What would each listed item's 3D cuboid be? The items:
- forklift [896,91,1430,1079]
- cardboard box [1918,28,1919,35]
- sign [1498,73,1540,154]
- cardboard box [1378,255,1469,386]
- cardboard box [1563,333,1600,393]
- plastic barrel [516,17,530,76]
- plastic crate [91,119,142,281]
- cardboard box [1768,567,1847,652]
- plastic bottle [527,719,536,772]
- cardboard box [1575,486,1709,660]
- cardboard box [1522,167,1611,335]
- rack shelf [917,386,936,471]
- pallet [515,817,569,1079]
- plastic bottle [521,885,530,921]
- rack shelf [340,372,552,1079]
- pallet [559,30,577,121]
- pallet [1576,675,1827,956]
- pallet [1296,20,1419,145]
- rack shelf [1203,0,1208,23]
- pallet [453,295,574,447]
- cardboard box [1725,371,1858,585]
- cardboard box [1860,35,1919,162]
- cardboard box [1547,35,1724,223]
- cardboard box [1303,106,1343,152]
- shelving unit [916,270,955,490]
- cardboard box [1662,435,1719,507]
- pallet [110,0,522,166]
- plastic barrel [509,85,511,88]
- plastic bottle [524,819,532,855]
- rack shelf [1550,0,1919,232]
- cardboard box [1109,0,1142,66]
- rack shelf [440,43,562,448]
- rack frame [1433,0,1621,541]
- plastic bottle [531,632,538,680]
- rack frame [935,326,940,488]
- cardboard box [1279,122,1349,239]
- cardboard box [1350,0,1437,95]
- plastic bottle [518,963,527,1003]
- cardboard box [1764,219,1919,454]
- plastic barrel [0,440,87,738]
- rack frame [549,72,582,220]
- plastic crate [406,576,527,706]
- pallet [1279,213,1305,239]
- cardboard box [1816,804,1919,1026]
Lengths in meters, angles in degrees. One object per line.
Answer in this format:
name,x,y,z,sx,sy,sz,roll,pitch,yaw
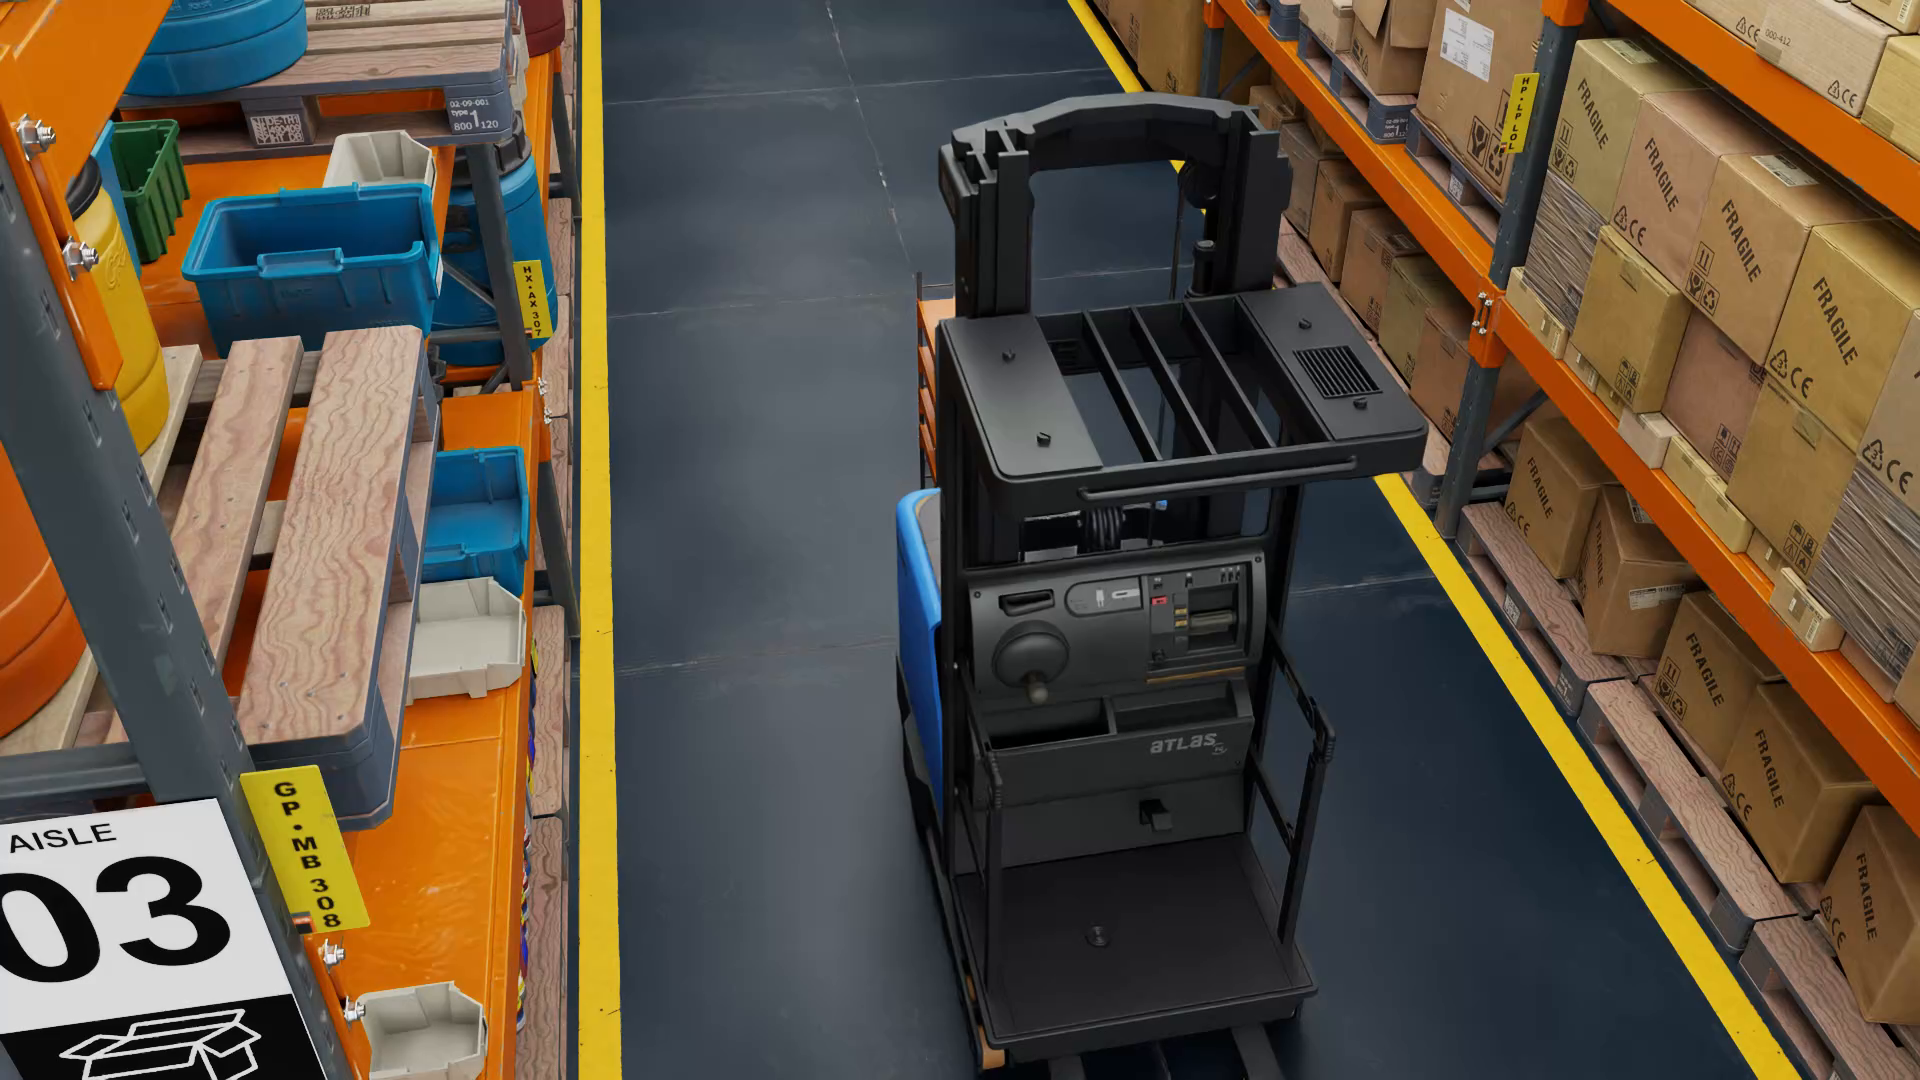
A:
forklift,0.532,0.338,4.926,1.130,2.935,3.031,-7,38,-9
cardboard box,2.830,-1.389,4.445,0.380,0.149,0.250,-5,38,-7
sign,2.186,-1.667,6.507,0.100,0.325,0.005,-6,38,-8
cardboard box,2.581,-1.121,8.427,0.700,0.500,0.500,-6,38,-8
cardboard box,2.576,-0.709,6.423,0.380,0.149,0.250,-6,38,-8
plastic barrel,-2.455,-2.600,8.561,0.421,0.512,0.421,0,38,0
plastic crate,-2.074,-0.620,3.671,0.392,0.384,0.575,-6,38,-8
cardboard box,2.814,0.199,5.253,0.380,0.149,0.250,-6,38,-8
plastic bottle,-1.644,0.728,6.223,0.061,0.283,0.133,-4,38,-5
cardboard box,2.871,0.141,6.819,0.500,0.500,0.500,5,38,7
cardboard box,2.750,-1.150,6.461,0.875,0.500,0.500,-6,38,-8
rack shelf,-0.029,-0.521,7.552,0.258,0.148,0.480,-6,38,-8
pallet,-1.850,1.511,5.633,1.003,0.211,1.213,-6,38,-8
plastic bottle,-1.532,1.185,5.645,0.097,0.271,0.097,0,38,0
rack shelf,-1.794,0.754,4.921,1.077,0.370,4.000,-6,38,-8
pallet,-3.235,-3.260,11.775,1.003,0.211,1.213,-6,38,-8
pallet,3.102,0.970,6.329,1.003,0.211,1.213,-6,38,-8
pallet,2.418,-2.420,8.577,1.003,0.211,1.213,-6,38,-8
rack shelf,1.680,-4.611,11.827,1.077,0.370,4.000,-6,38,-8
pallet,-2.537,-0.846,8.667,1.003,0.211,1.213,-6,38,-8
cardboard box,3.037,-0.246,5.298,0.875,0.500,0.500,-6,38,-8
cardboard box,2.834,-1.159,4.475,0.500,0.250,0.500,-7,38,-9
cardboard box,2.561,-1.524,6.128,0.500,0.500,0.500,-6,38,-8
cardboard box,2.281,-2.449,9.525,0.500,0.250,0.500,-2,38,-3
shelving unit,-0.029,-0.574,7.511,0.258,1.200,0.503,-6,38,-8
cardboard box,2.717,-0.258,5.841,0.380,0.149,0.250,-6,38,-8
pallet,-1.922,-1.423,4.846,1.213,0.211,1.003,-6,38,-8
plastic barrel,-2.225,-1.837,7.559,0.433,0.535,0.433,0,38,0
plastic bottle,-1.585,1.029,5.903,0.097,0.201,0.097,0,38,0
rack shelf,3.083,-0.964,4.687,1.077,0.370,4.000,-6,38,-8
cardboard box,1.782,-3.972,11.808,1.225,0.875,0.875,-6,38,-8
rack shelf,-2.495,-1.662,8.031,1.077,0.370,4.000,-6,38,-8
rack frame,2.732,-1.271,6.941,1.000,3.000,0.127,-6,38,-8
plastic bottle,-1.735,0.415,6.626,0.061,0.283,0.133,-4,38,-6
rack frame,0.014,-0.426,7.321,0.240,1.200,0.015,-6,38,-8
cardboard box,2.278,-2.138,9.736,0.700,0.500,0.500,-9,39,-12
cardboard box,2.337,-2.515,8.116,0.797,0.503,0.637,-3,38,-3
plastic bottle,-1.472,1.418,5.403,0.097,0.201,0.097,0,38,0
cardboard box,2.836,-0.619,4.963,0.500,0.500,0.500,-6,38,-8
plastic barrel,-1.653,-0.122,2.325,0.600,0.830,0.708,-6,38,-8
rack frame,-2.845,-3.155,9.366,1.000,3.000,0.127,-6,38,-8
plastic crate,-1.610,0.319,5.109,0.530,0.136,0.437,-6,38,-8
pallet,2.166,-2.114,10.299,1.003,0.211,1.213,-6,38,-8
cardboard box,3.202,1.230,5.417,0.500,0.500,0.500,3,38,4
